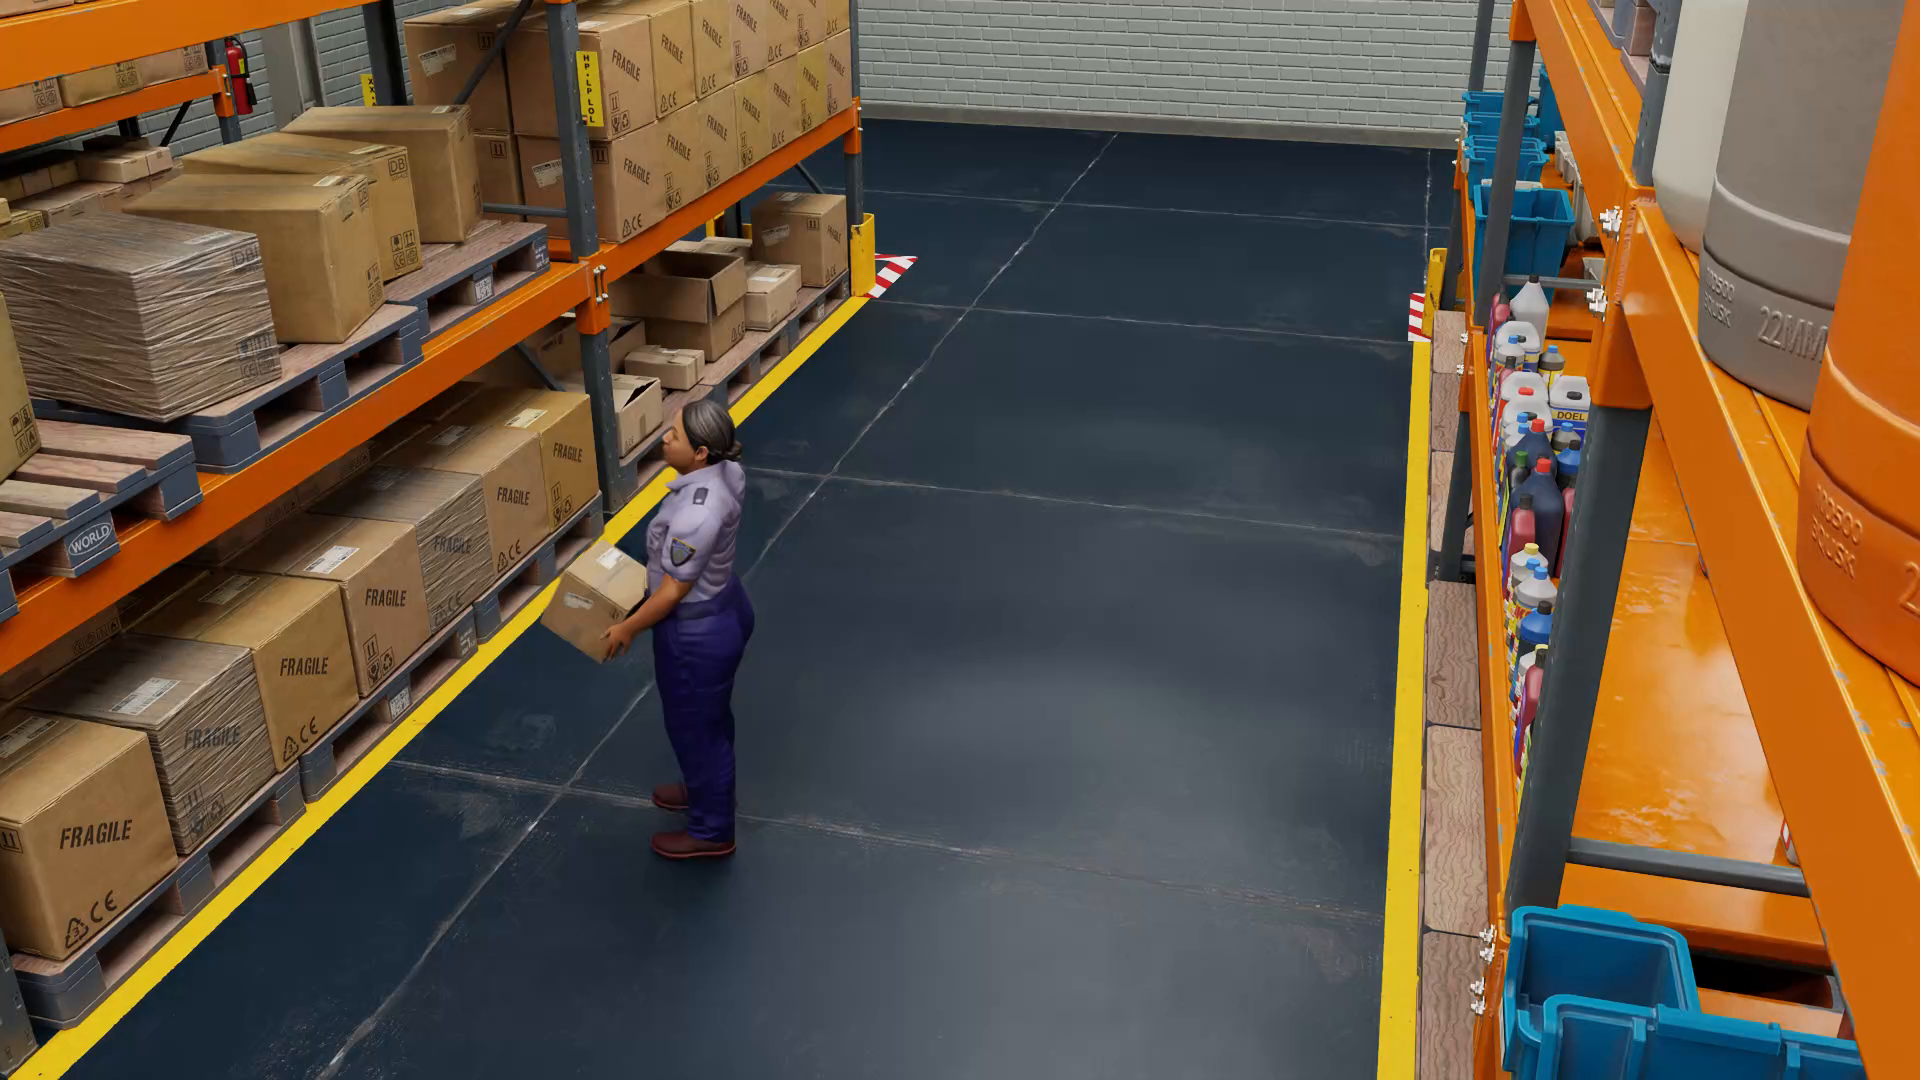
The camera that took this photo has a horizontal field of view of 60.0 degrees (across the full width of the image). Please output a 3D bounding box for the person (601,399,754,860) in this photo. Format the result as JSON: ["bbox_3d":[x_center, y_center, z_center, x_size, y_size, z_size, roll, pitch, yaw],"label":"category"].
[{"bbox_3d":[-0.913,0.297,5.500,0.474,1.651,0.532,2,26,4],"label":"person"}]
